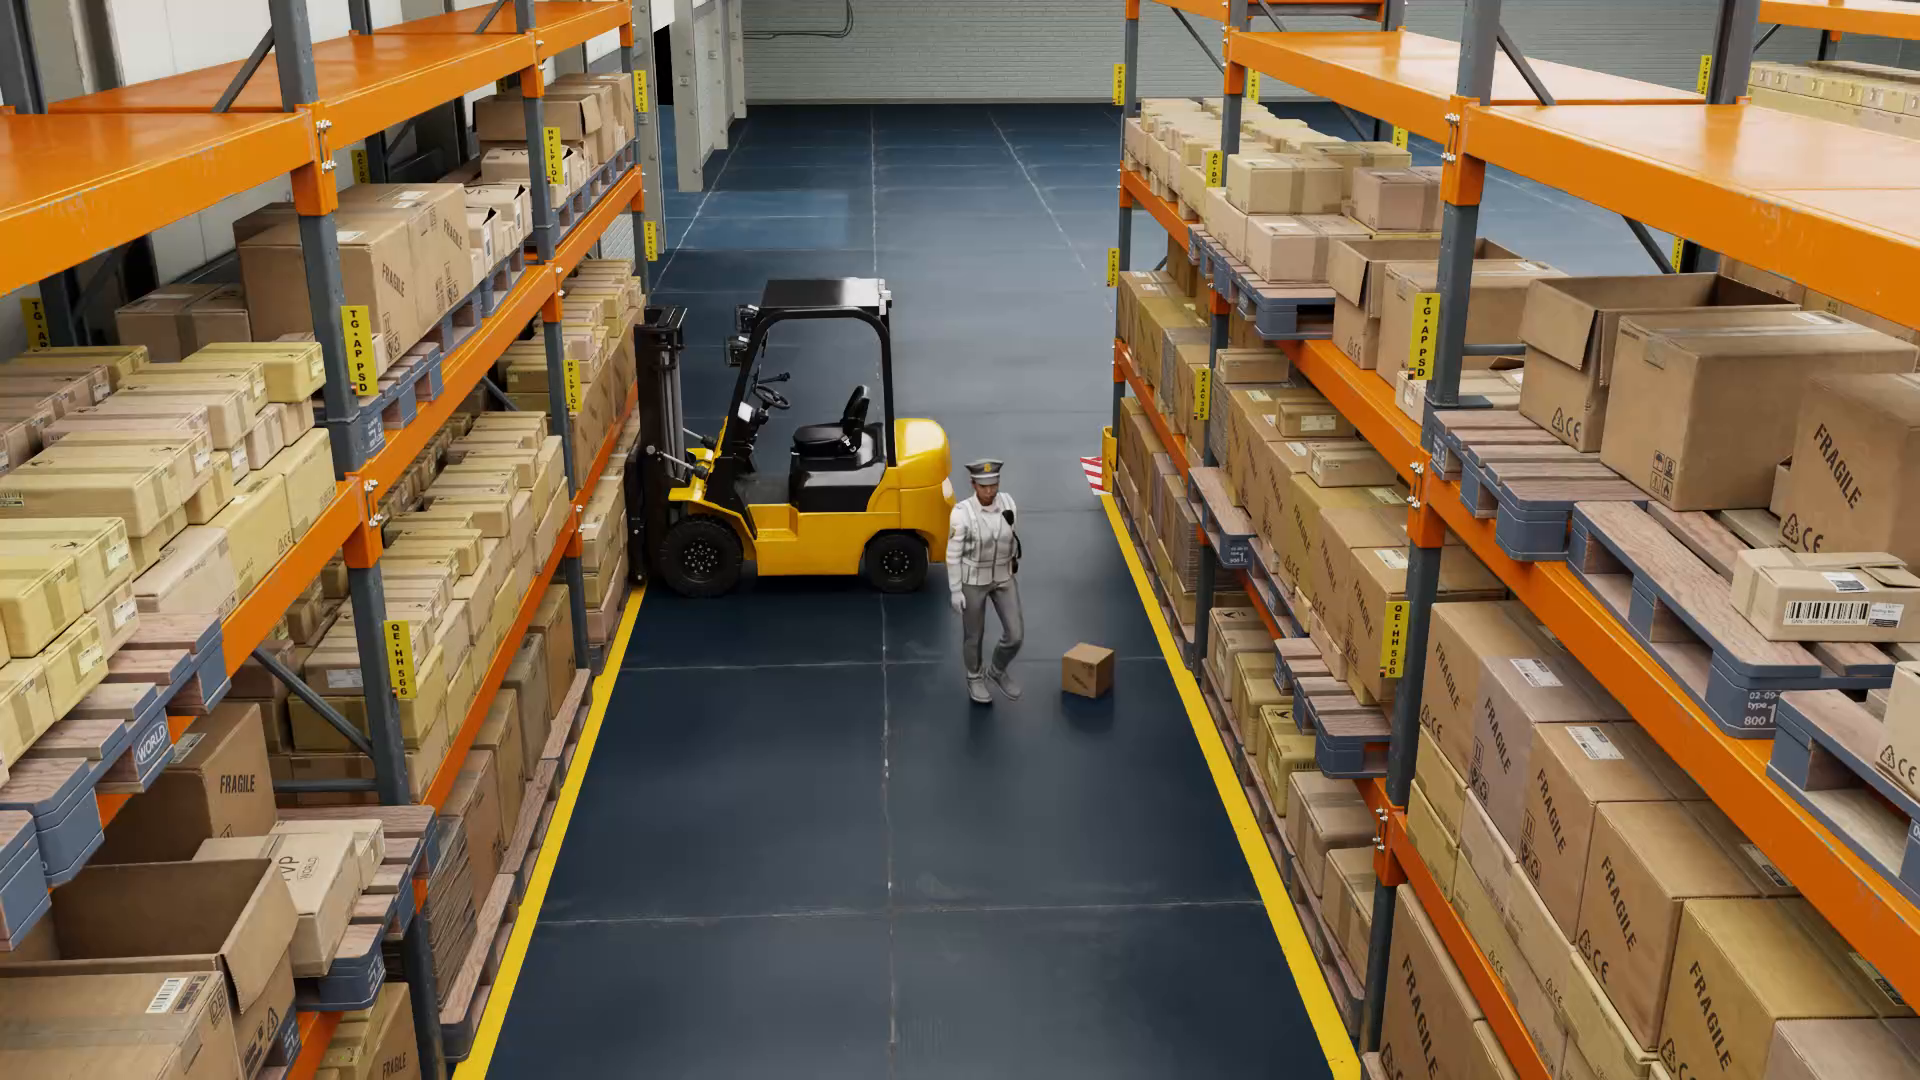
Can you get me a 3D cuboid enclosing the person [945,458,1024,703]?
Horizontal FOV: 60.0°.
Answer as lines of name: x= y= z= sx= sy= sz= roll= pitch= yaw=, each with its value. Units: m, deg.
person: x=0.149 y=0.255 z=10.327 sx=0.515 sy=1.664 sz=0.481 roll=-7 pitch=22 yaw=-18
